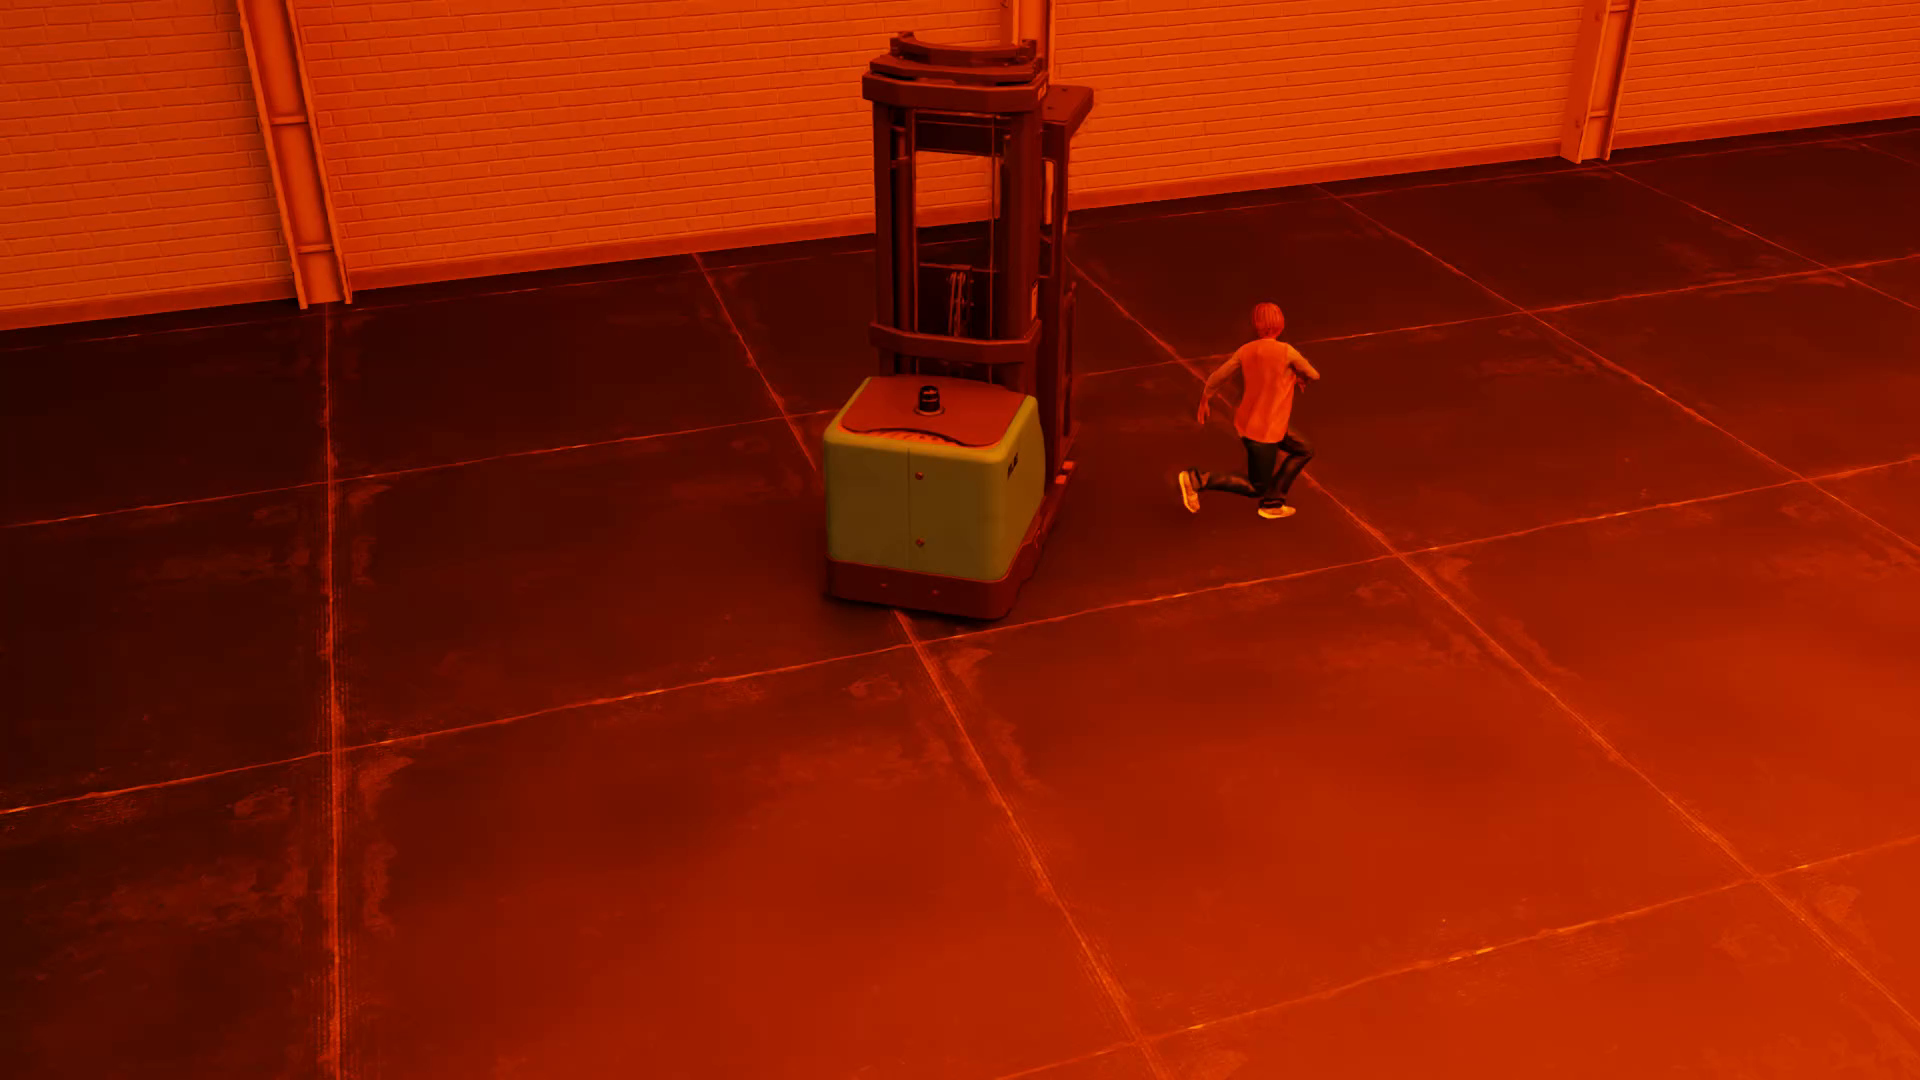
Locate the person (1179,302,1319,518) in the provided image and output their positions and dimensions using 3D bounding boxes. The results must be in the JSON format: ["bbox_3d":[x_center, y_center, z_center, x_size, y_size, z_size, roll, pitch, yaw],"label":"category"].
[{"bbox_3d":[1.745,-0.752,10.003,0.823,1.382,0.547,-6,31,-11],"label":"person"}]

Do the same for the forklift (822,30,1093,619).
[{"bbox_3d":[0.127,-1.556,9.792,1.130,2.935,3.031,8,31,13],"label":"forklift"}]
